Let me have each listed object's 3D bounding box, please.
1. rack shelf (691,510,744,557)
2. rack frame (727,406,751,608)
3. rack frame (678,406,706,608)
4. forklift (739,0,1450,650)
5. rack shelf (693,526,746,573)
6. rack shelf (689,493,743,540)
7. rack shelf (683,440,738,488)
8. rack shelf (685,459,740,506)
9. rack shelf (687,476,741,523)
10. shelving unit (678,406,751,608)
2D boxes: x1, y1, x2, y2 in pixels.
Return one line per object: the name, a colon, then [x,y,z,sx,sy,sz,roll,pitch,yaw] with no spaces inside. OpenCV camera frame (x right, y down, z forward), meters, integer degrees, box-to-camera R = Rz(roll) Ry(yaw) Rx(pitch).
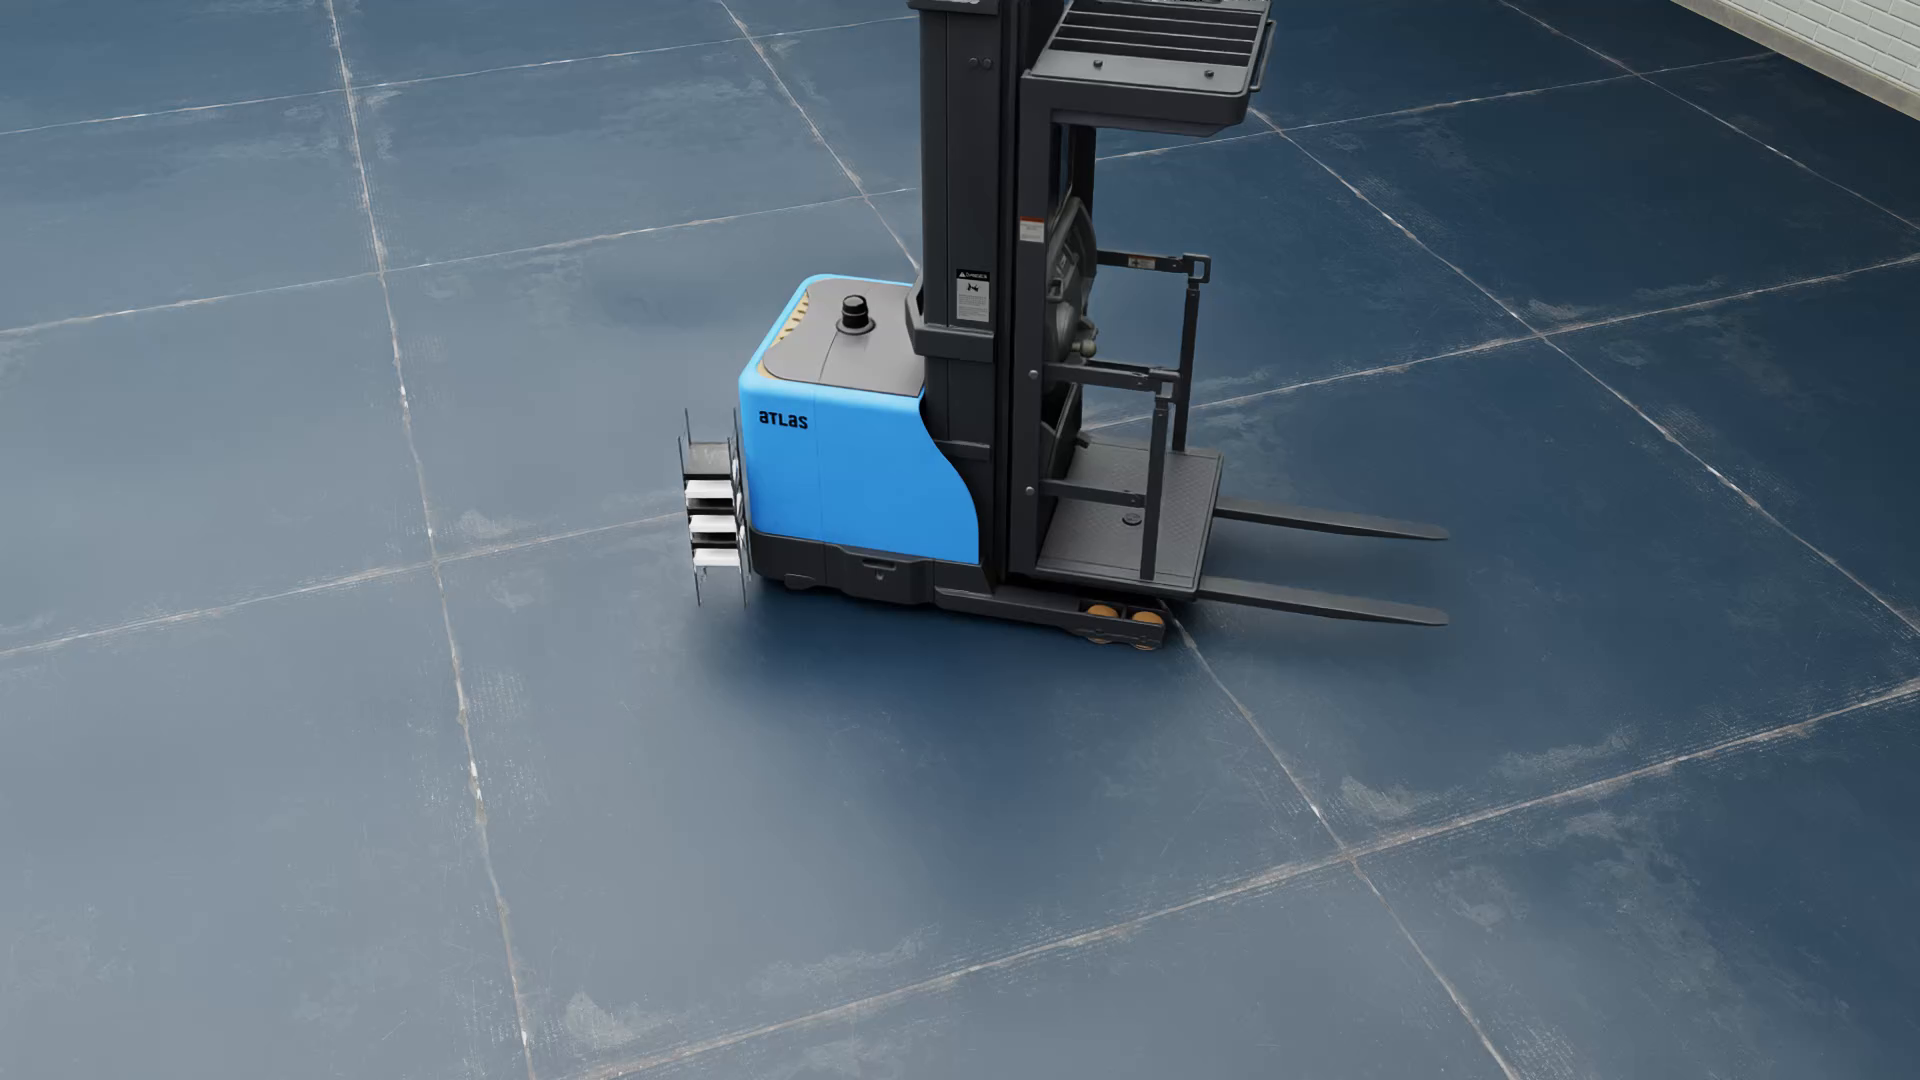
rack shelf: [-1.052,-0.034,7.252,0.200,0.077,0.258,0,37,0]
rack frame: [-0.950,-0.132,7.177,0.006,0.900,0.240,0,37,0]
rack frame: [-1.154,-0.132,7.178,0.006,0.900,0.240,0,37,0]
forklift: [0.638,-1.052,6.710,3.031,2.935,1.130,8,38,11]
rack shelf: [-1.052,0.038,7.306,0.200,0.077,0.258,0,37,0]
rack shelf: [-1.052,-0.106,7.198,0.200,0.077,0.258,0,37,0]
rack shelf: [-1.052,-0.321,7.035,0.200,0.077,0.258,0,37,0]
rack shelf: [-1.052,-0.249,7.089,0.200,0.077,0.258,0,37,0]
rack shelf: [-1.052,-0.177,7.143,0.200,0.077,0.258,0,37,0]
shelving unit: [-1.052,-0.132,7.178,0.210,0.900,0.258,0,37,0]
